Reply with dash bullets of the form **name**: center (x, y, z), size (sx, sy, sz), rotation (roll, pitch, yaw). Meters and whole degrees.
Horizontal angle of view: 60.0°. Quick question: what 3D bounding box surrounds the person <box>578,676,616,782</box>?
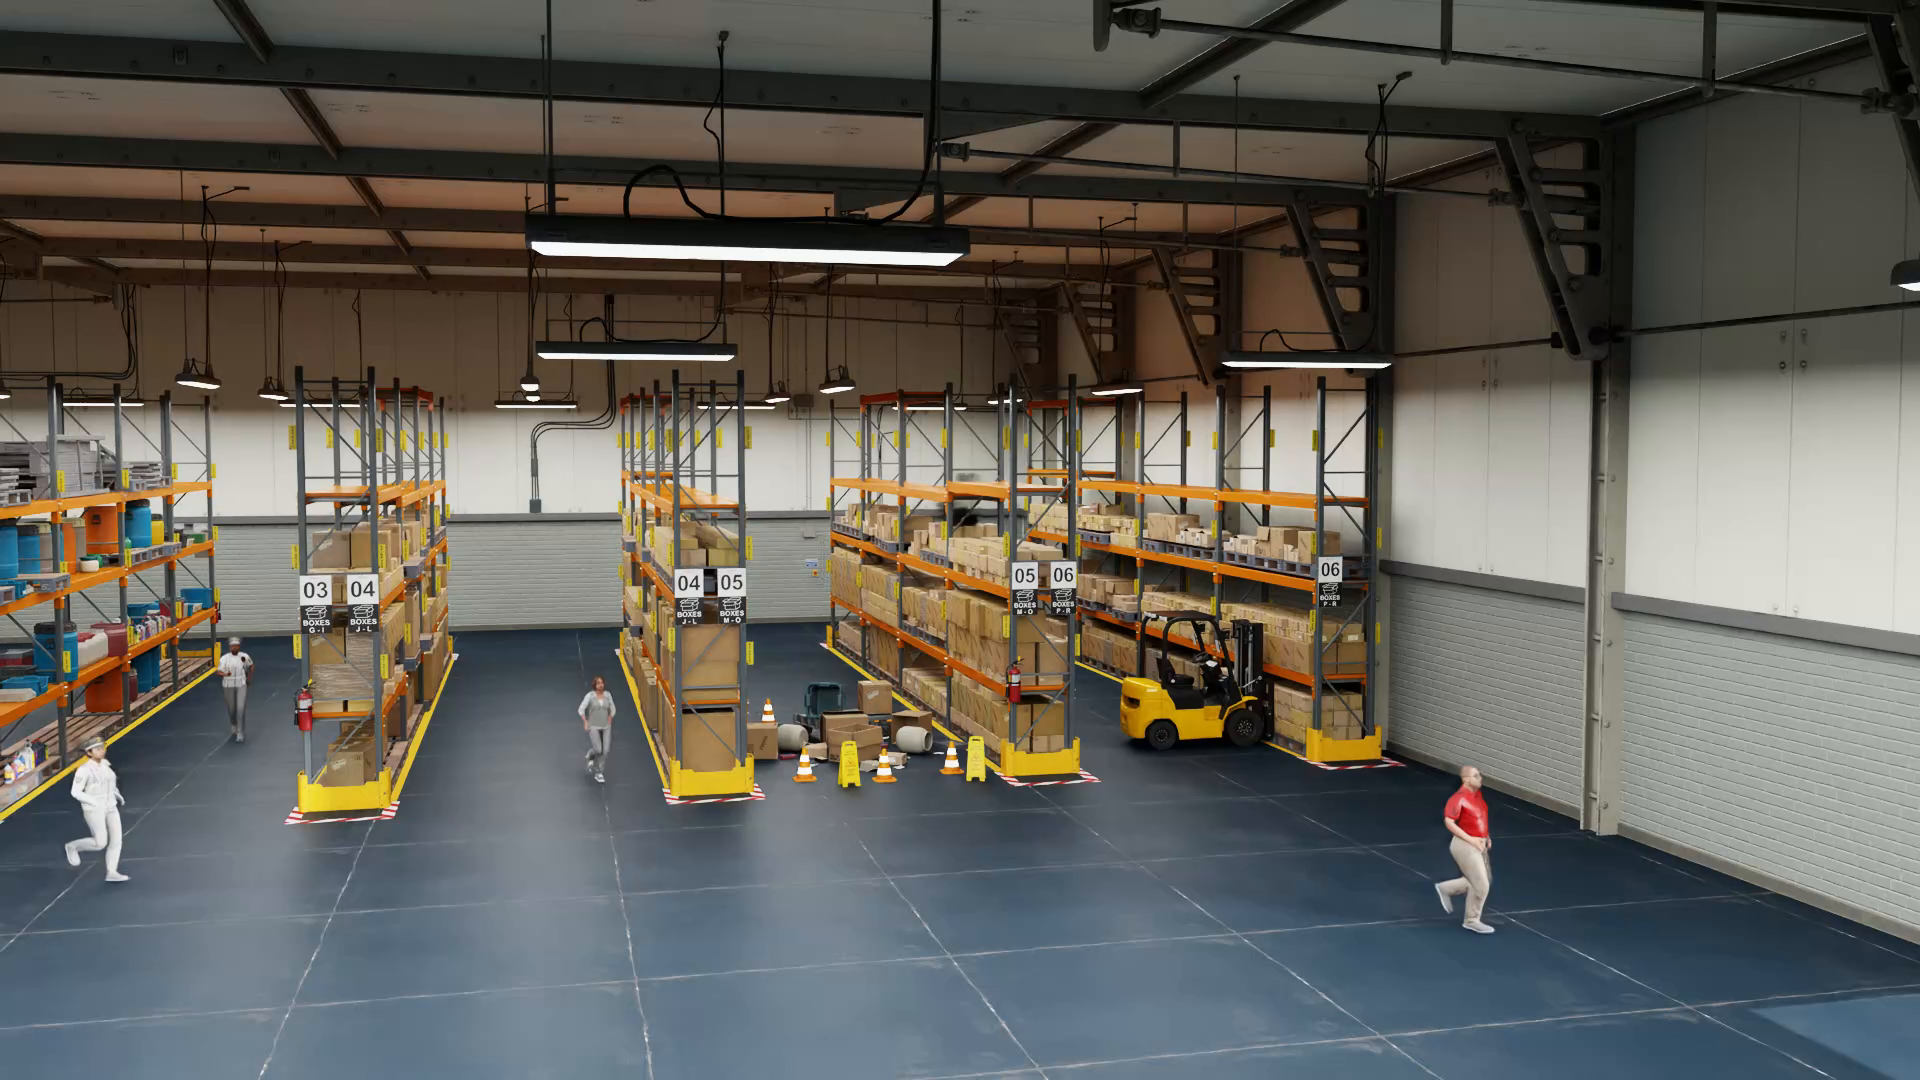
- **person**: center (-5.305, 2.773, 24.444), size (0.536, 1.555, 0.544), rotation (-2, 4, -29)

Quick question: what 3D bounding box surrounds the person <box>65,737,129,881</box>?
- **person**: center (-9.792, 3.052, 18.934), size (0.778, 1.656, 0.632), rotation (1, 4, 17)

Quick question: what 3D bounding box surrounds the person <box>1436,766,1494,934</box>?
- **person**: center (5.166, 3.140, 17.039), size (0.677, 1.682, 0.686), rotation (3, 4, 39)

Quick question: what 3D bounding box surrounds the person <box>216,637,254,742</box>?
- **person**: center (-12.126, 2.467, 27.844), size (0.581, 1.699, 0.876), rotation (-1, 4, -22)
